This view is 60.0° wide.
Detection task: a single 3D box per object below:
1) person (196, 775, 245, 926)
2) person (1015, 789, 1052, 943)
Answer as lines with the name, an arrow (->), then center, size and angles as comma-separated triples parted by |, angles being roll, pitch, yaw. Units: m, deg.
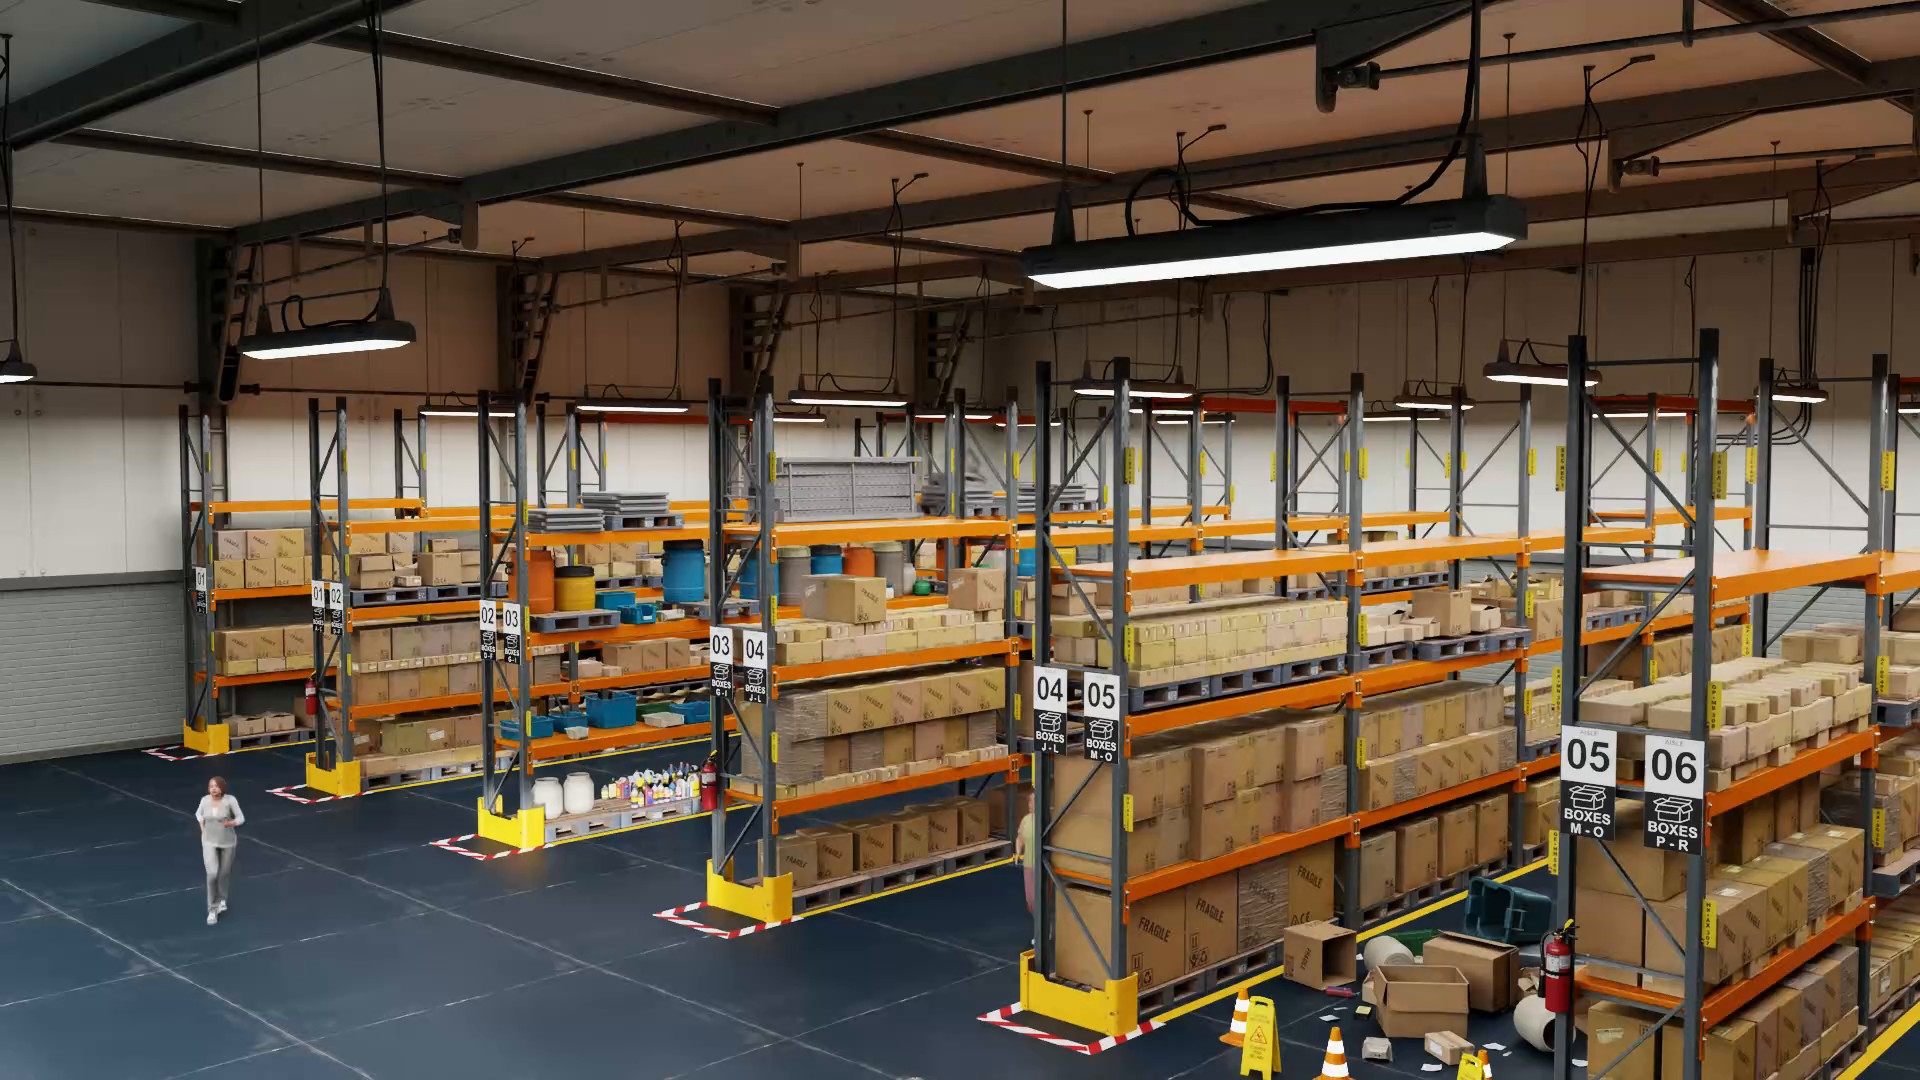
person -> -8.168, 3.409, 18.368 | 0.507, 1.646, 0.707 | -1, 3, -21
person -> 0.809, 3.432, 17.401 | 0.590, 1.628, 0.528 | 2, 4, 33
